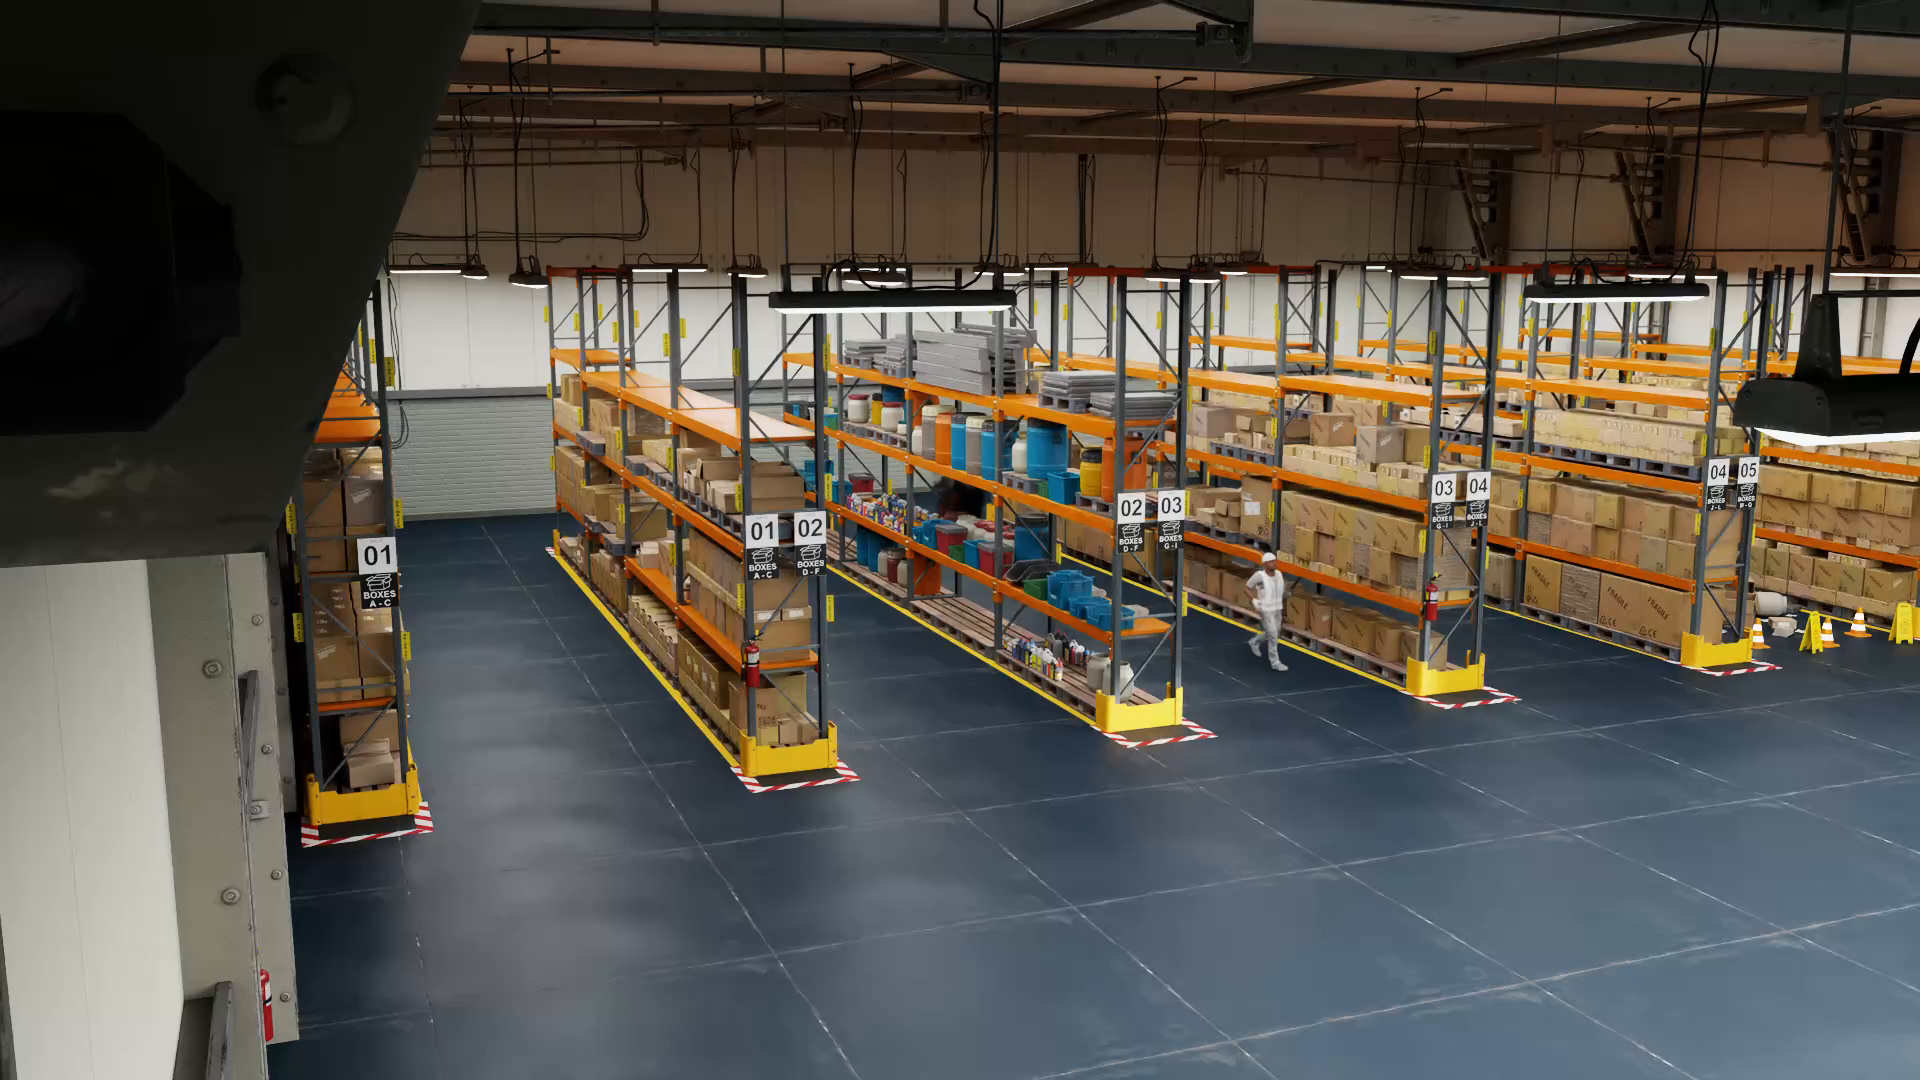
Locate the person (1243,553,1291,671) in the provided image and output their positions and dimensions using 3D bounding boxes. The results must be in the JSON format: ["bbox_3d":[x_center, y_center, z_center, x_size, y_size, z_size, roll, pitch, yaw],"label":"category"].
[{"bbox_3d":[4.712,1.067,25.394,0.696,1.762,0.946,-7,12,-34],"label":"person"}]

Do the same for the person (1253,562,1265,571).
[{"bbox_3d":[5.908,-0.091,32.117,0.642,1.767,0.644,-5,11,-25],"label":"person"}]

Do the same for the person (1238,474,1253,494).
[{"bbox_3d":[6.110,-0.571,35.064,0.550,1.640,0.634,-5,11,-27],"label":"person"}]
